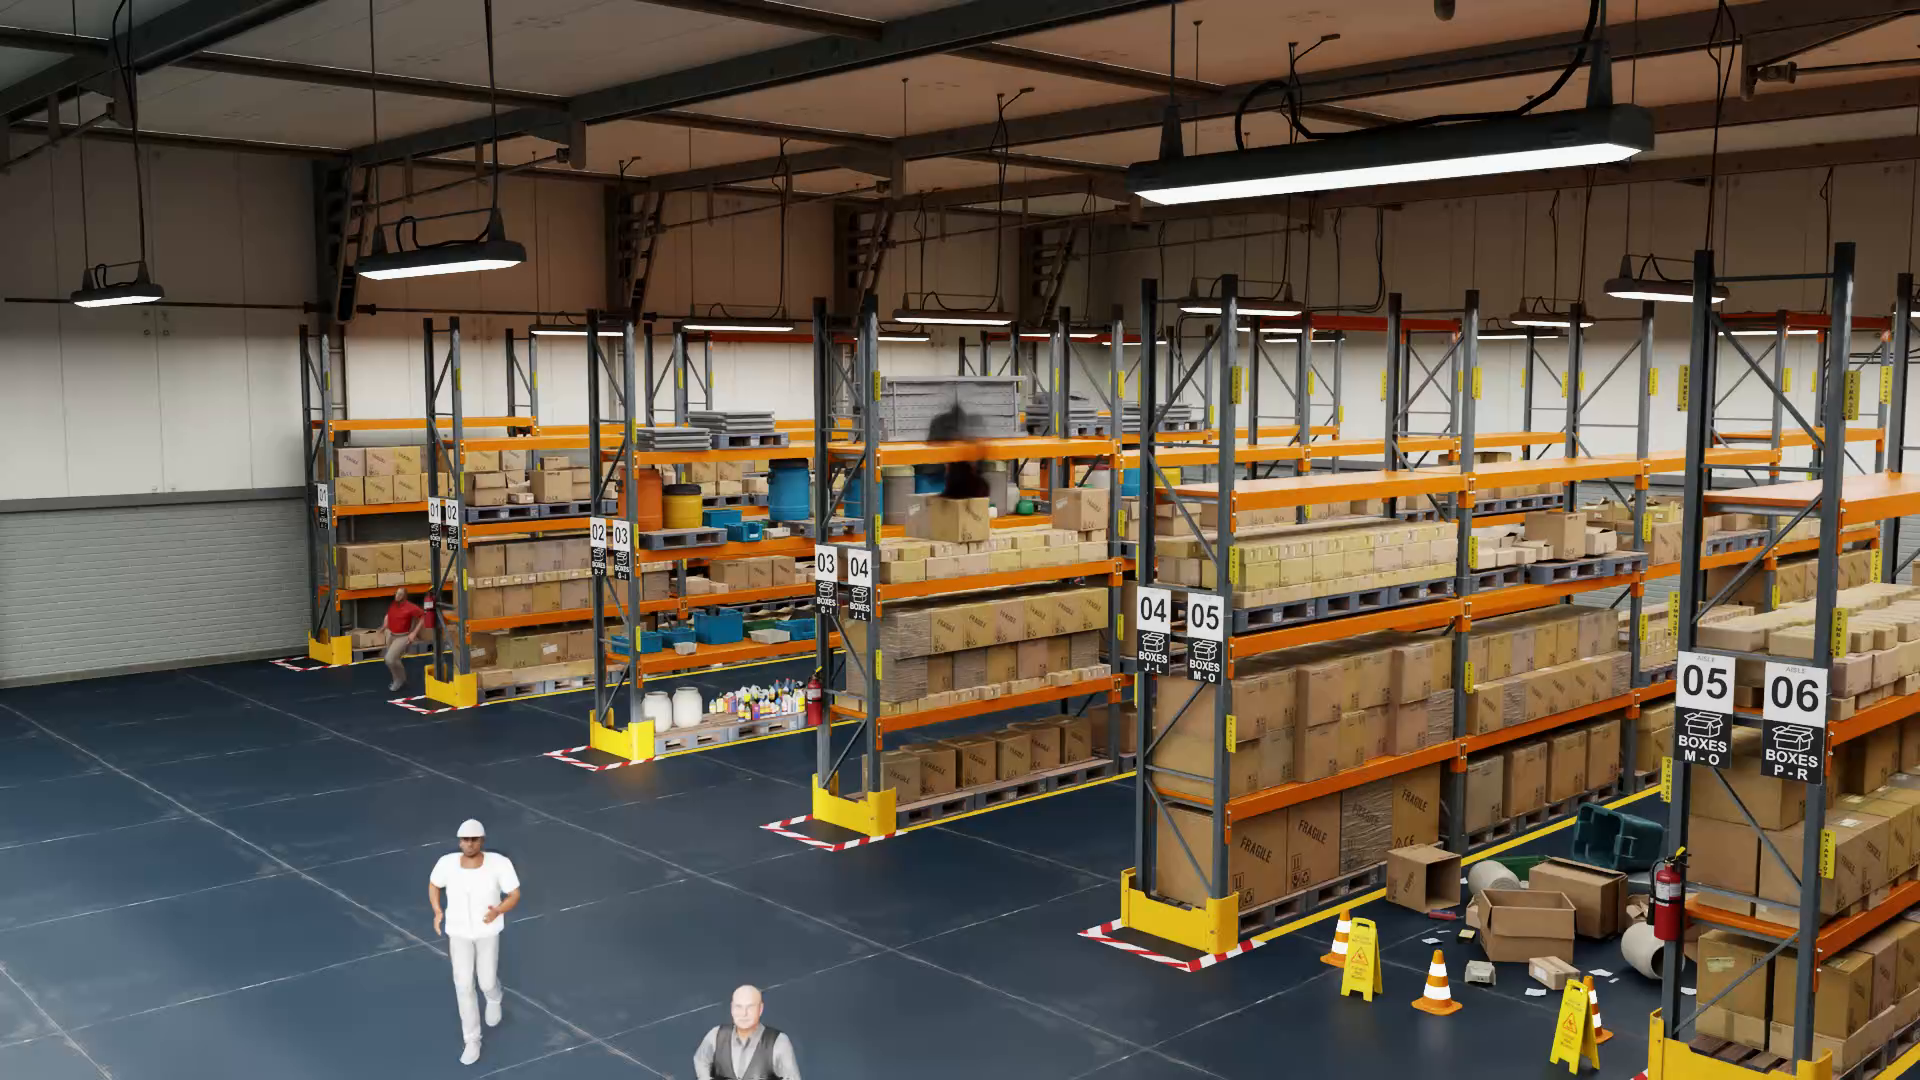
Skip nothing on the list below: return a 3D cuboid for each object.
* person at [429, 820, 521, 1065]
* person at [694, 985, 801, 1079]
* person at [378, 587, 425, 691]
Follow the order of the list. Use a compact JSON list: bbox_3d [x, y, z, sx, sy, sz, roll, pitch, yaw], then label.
[{"bbox_3d":[-3.716,3.003,12.734,0.701,1.770,0.826,-1,6,-9],"label":"person"},{"bbox_3d":[-1.194,3.375,9.315,0.639,1.780,0.731,0,6,-2],"label":"person"},{"bbox_3d":[-9.087,1.616,26.990,0.721,1.713,0.636,4,7,33],"label":"person"}]
